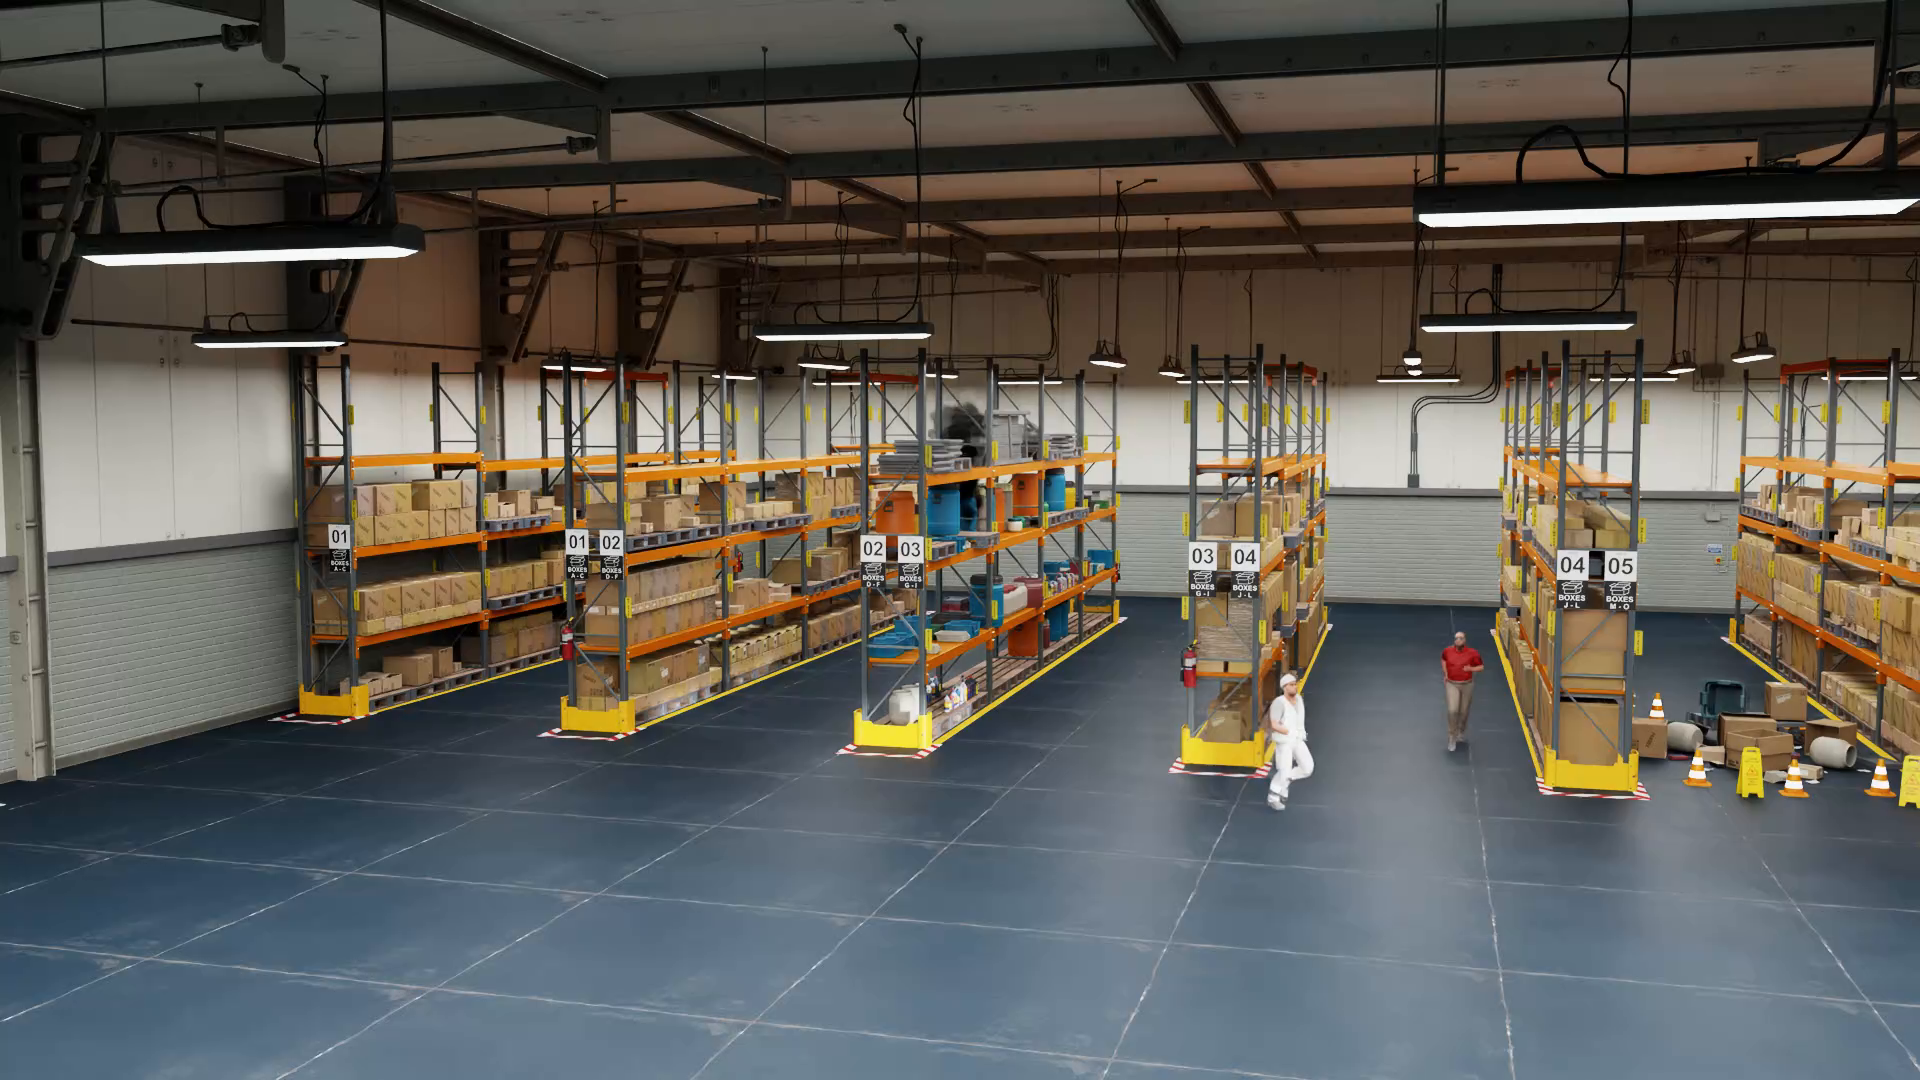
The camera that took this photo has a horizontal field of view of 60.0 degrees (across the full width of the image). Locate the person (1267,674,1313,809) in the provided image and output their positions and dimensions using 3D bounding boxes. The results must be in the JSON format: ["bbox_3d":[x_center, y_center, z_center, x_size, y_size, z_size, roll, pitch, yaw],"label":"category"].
[{"bbox_3d":[4.202,2.555,20.998,0.693,1.737,0.694,-3,5,-32],"label":"person"}]

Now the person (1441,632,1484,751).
[{"bbox_3d":[7.580,2.274,25.129,0.629,1.803,0.794,1,5,18],"label":"person"}]
